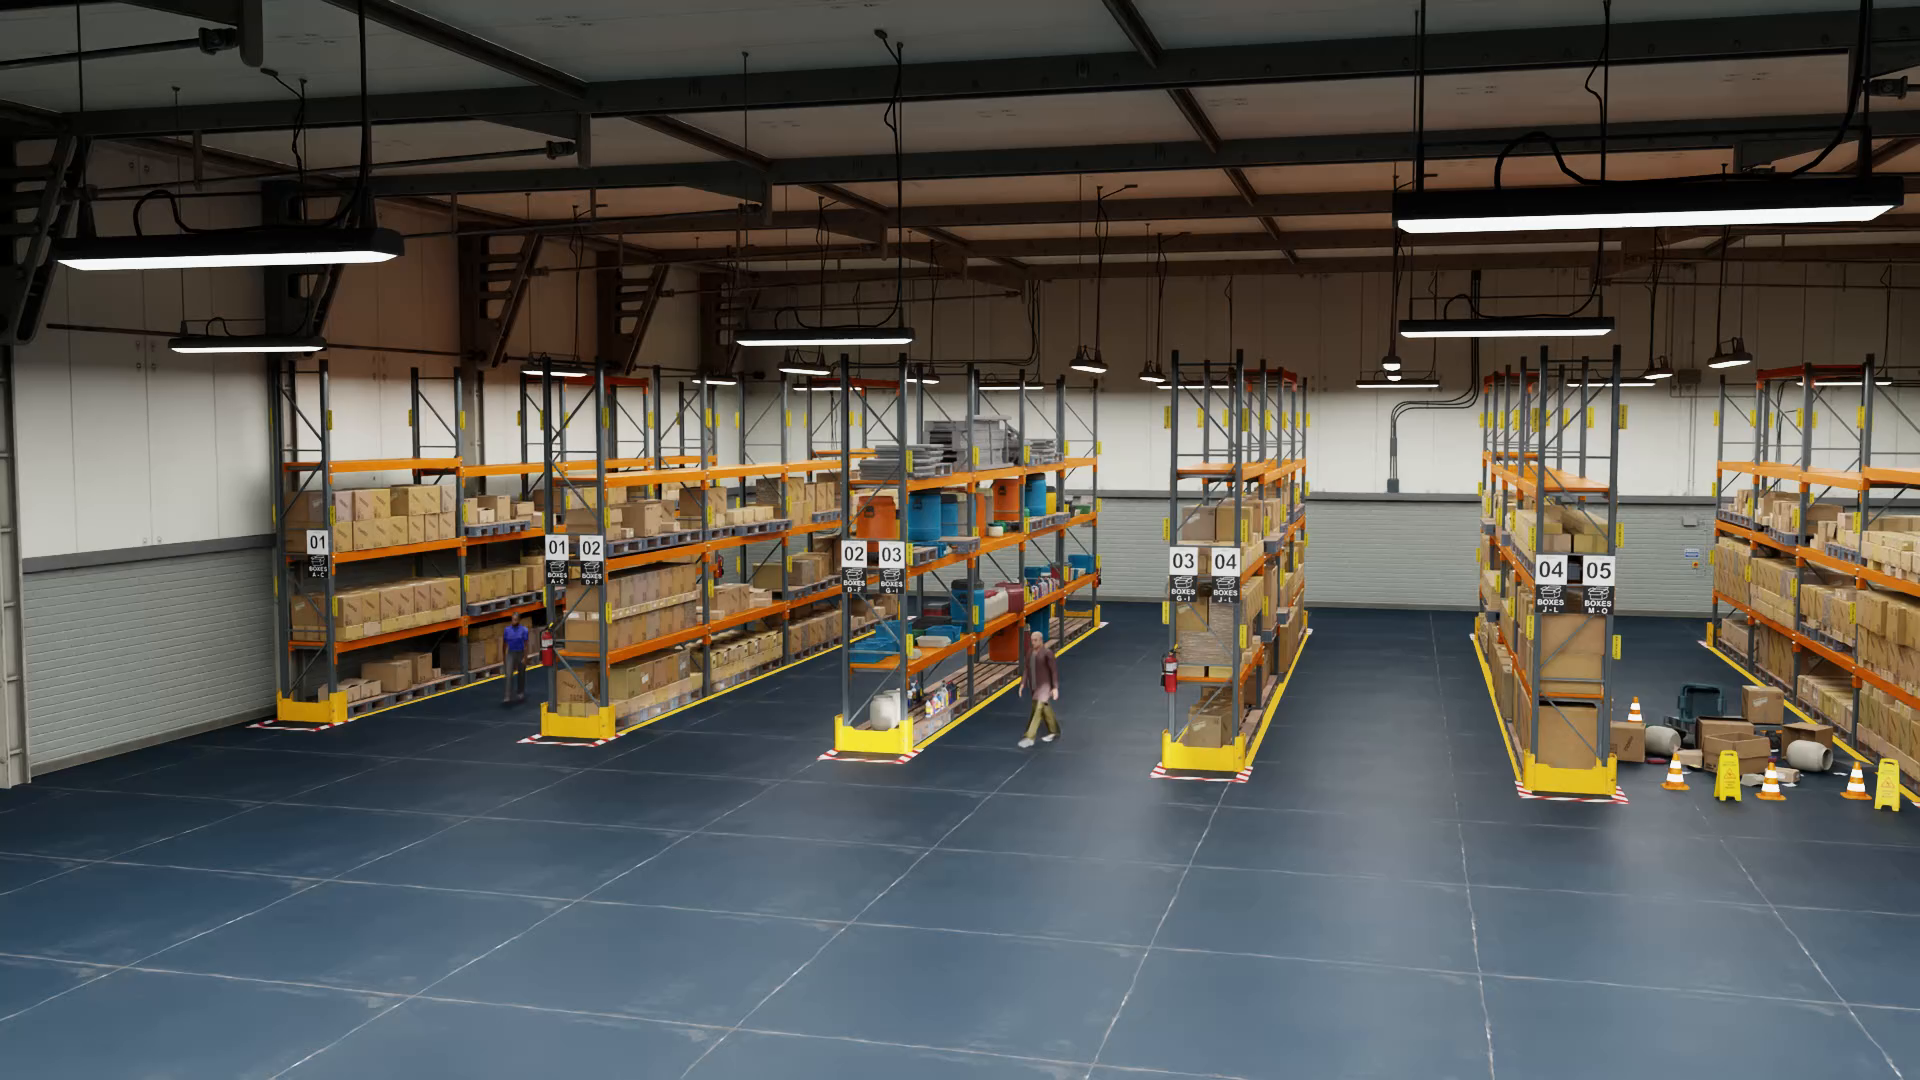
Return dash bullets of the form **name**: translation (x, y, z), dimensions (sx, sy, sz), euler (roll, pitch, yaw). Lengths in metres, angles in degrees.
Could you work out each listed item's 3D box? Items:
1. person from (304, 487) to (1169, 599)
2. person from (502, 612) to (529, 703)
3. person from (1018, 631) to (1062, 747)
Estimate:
- **person**: translation (-2.815, 0.653, 33.489), dimensions (11.396, 3.880, 15.934), euler (2, 4, 23)
- **person**: translation (-7.853, 2.074, 29.366), dimensions (0.477, 1.581, 1.047), euler (-1, 4, -17)
- **person**: translation (1.179, 2.270, 25.557), dimensions (1.060, 1.732, 0.564), euler (-3, 5, -35)
